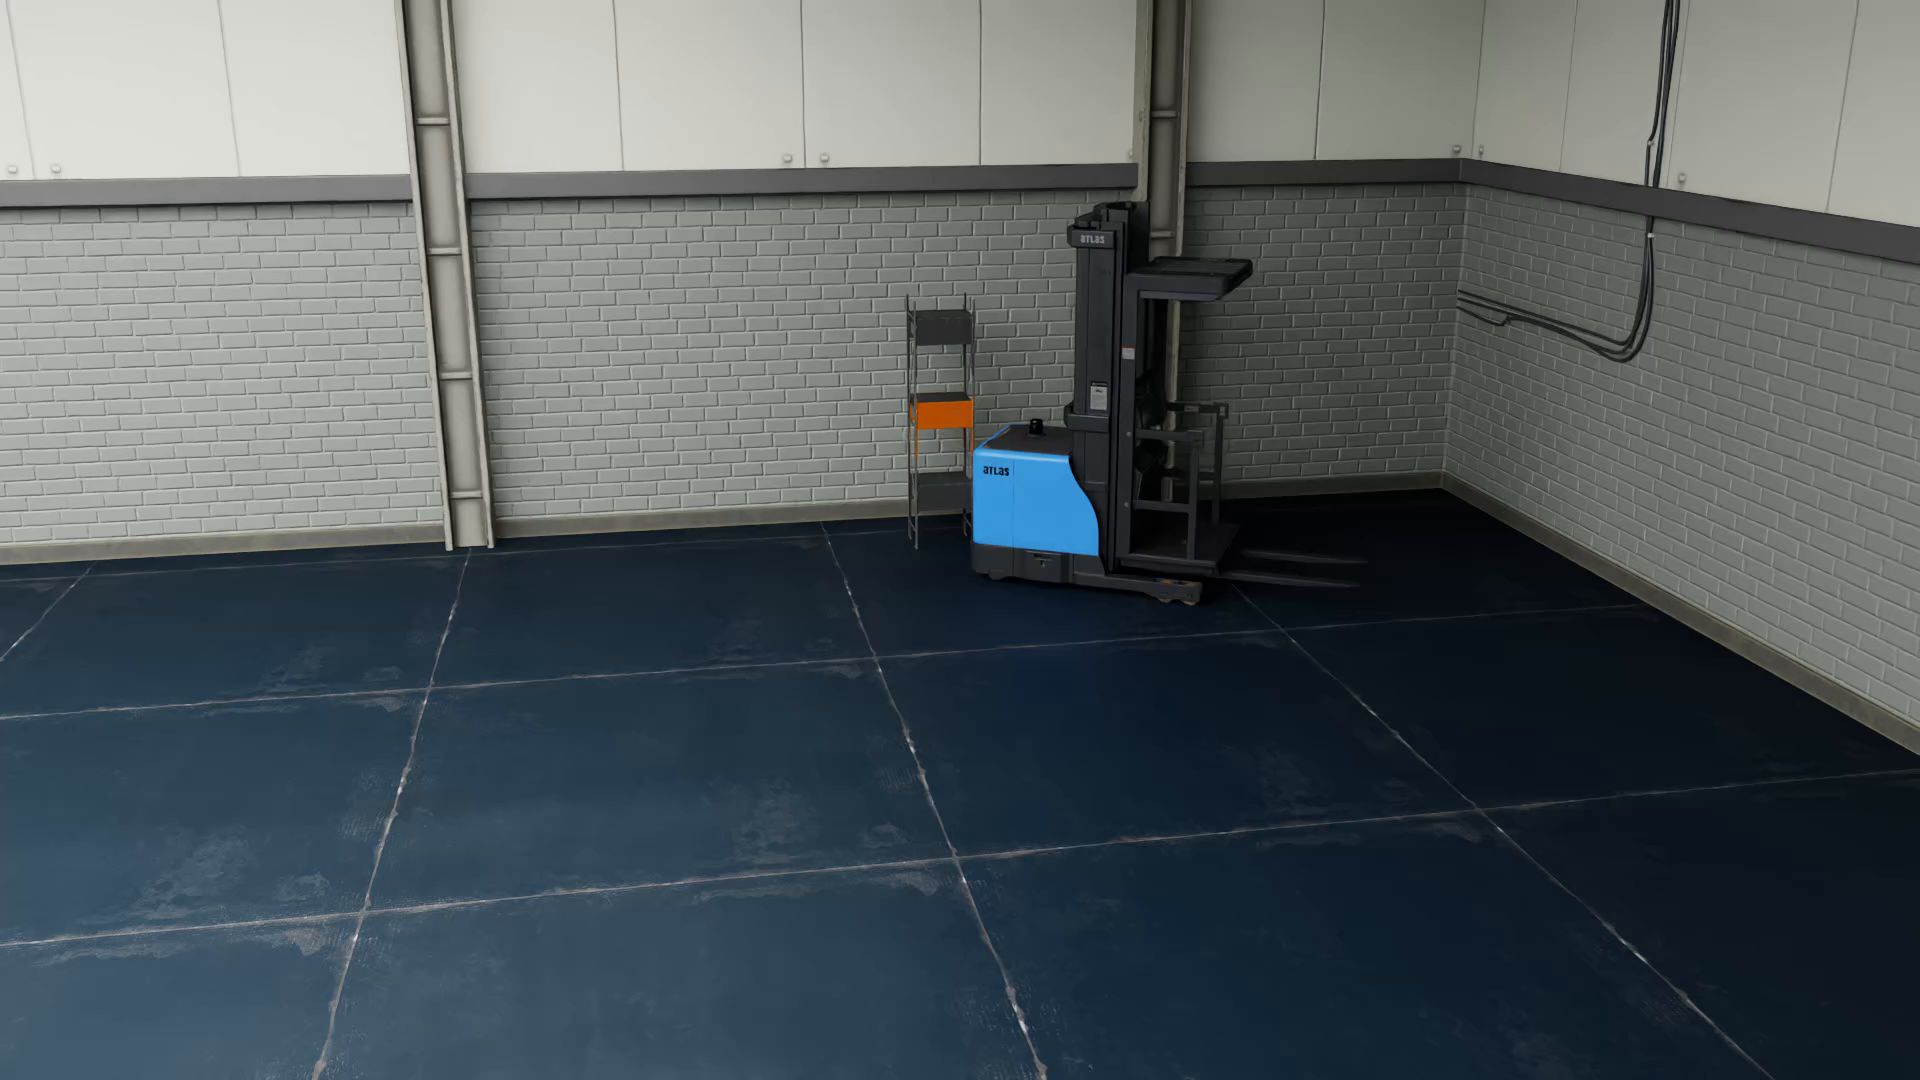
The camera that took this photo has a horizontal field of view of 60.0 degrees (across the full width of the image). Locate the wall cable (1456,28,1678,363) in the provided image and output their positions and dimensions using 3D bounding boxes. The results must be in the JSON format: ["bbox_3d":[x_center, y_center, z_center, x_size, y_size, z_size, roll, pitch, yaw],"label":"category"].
[{"bbox_3d":[4.864,-2.902,13.722,0.112,2.526,3.097,-3,17,-10],"label":"wall cable"}]

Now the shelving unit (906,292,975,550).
[{"bbox_3d":[-0.162,-0.995,13.973,0.503,2.100,0.431,-3,17,-10],"label":"shelving unit"}]

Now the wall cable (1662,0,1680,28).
[{"bbox_3d":[5.378,-4.536,10.442,0.112,2.526,3.097,-3,17,-10],"label":"wall cable"}]

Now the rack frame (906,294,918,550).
[{"bbox_3d":[-0.402,-0.981,13.929,0.015,2.100,0.400,-3,17,-10],"label":"rack frame"}]

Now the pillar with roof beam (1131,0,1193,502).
[{"bbox_3d":[2.538,-3.363,9.933,0.400,9.000,9.100,-3,17,-10],"label":"pillar with roof beam"}]

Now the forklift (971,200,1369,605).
[{"bbox_3d":[1.664,-1.079,12.834,3.031,2.935,1.130,6,18,18],"label":"forklift"}]

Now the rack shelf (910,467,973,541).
[{"bbox_3d":[-0.163,-0.312,14.183,0.480,0.518,0.431,-3,17,-10],"label":"rack shelf"}]

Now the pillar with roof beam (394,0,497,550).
[{"bbox_3d":[-3.353,-3.028,8.845,0.400,9.000,9.100,-3,17,-10],"label":"pillar with roof beam"}]

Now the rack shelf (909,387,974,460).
[{"bbox_3d":[-0.162,-0.981,13.977,0.480,0.518,0.431,-3,17,-10],"label":"rack shelf"}]

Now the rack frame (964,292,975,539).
[{"bbox_3d":[0.077,-1.008,14.018,0.015,2.100,0.400,-3,17,-10],"label":"rack frame"}]

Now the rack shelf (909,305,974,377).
[{"bbox_3d":[-0.162,-1.651,13.772,0.480,0.518,0.431,-3,17,-10],"label":"rack shelf"}]
